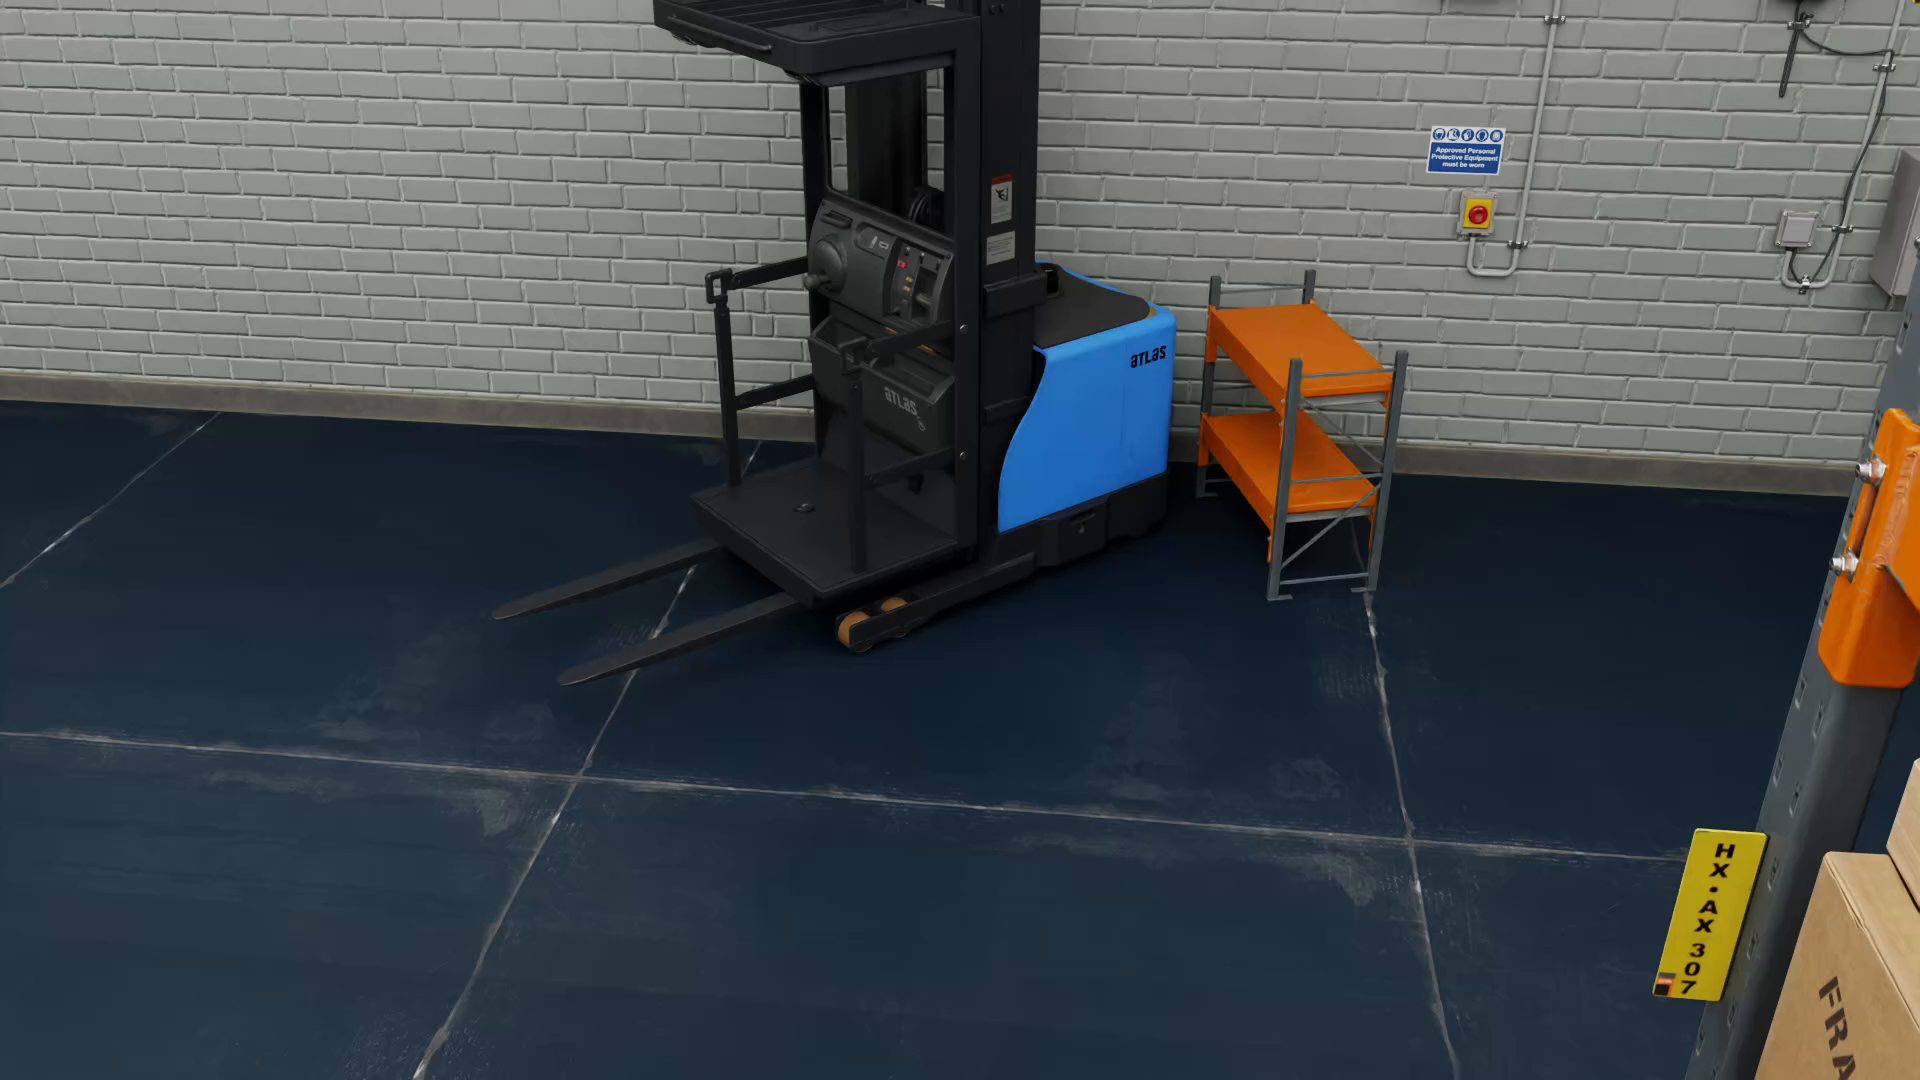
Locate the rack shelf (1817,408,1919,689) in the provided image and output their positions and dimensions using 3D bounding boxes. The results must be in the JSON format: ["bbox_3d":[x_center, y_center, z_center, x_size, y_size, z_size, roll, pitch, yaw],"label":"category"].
[{"bbox_3d":[1.441,0.962,0.398,1.077,0.370,4.000,3,28,6],"label":"rack shelf"}]

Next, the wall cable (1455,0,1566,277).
[{"bbox_3d":[2.354,-2.092,7.367,0.585,1.953,0.123,3,28,6],"label":"wall cable"}]

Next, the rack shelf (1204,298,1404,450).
[{"bbox_3d":[1.493,-0.751,7.342,0.538,0.278,1.000,-5,29,-9],"label":"rack shelf"}]

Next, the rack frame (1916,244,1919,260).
[{"bbox_3d":[1.686,-1.617,1.263,1.000,3.000,0.127,3,28,6],"label":"rack frame"}]

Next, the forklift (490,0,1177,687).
[{"bbox_3d":[-0.500,-1.108,6.717,3.031,2.935,1.130,-20,34,-32],"label":"forklift"}]

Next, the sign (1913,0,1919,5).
[{"bbox_3d":[1.136,-0.751,1.814,0.100,0.325,0.005,3,28,6],"label":"sign"}]

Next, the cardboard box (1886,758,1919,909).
[{"bbox_3d":[1.368,0.406,1.991,0.380,0.149,0.250,4,29,7],"label":"cardboard box"}]

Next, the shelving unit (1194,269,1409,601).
[{"bbox_3d":[1.493,-0.494,7.481,0.538,1.125,1.048,-5,29,-9],"label":"shelving unit"}]

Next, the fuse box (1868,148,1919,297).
[{"bbox_3d":[4.421,-0.873,7.567,0.539,1.711,0.414,3,28,6],"label":"fuse box"}]

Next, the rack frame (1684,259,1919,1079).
[{"bbox_3d":[1.686,1.024,2.686,1.000,3.000,0.127,3,28,6],"label":"rack frame"}]

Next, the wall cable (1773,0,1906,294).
[{"bbox_3d":[3.763,-2.002,7.232,0.588,1.984,0.122,3,28,6],"label":"wall cable"}]

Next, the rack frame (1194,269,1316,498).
[{"bbox_3d":[1.397,-0.731,7.920,0.500,1.125,0.032,-5,29,-9],"label":"rack frame"}]

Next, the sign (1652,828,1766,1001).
[{"bbox_3d":[1.136,0.573,2.527,0.100,0.325,0.005,3,28,6],"label":"sign"}]

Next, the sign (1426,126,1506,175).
[{"bbox_3d":[2.314,-1.782,7.610,0.327,0.218,0.001,3,28,6],"label":"sign"}]

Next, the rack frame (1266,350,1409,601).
[{"bbox_3d":[1.588,-0.257,7.041,0.500,1.125,0.032,-5,29,-9],"label":"rack frame"}]

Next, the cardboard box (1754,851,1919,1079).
[{"bbox_3d":[1.345,0.749,2.037,0.500,0.500,0.500,3,28,5],"label":"cardboard box"}]

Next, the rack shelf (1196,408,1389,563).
[{"bbox_3d":[1.493,-0.279,7.597,0.538,0.278,1.000,-5,29,-9],"label":"rack shelf"}]
